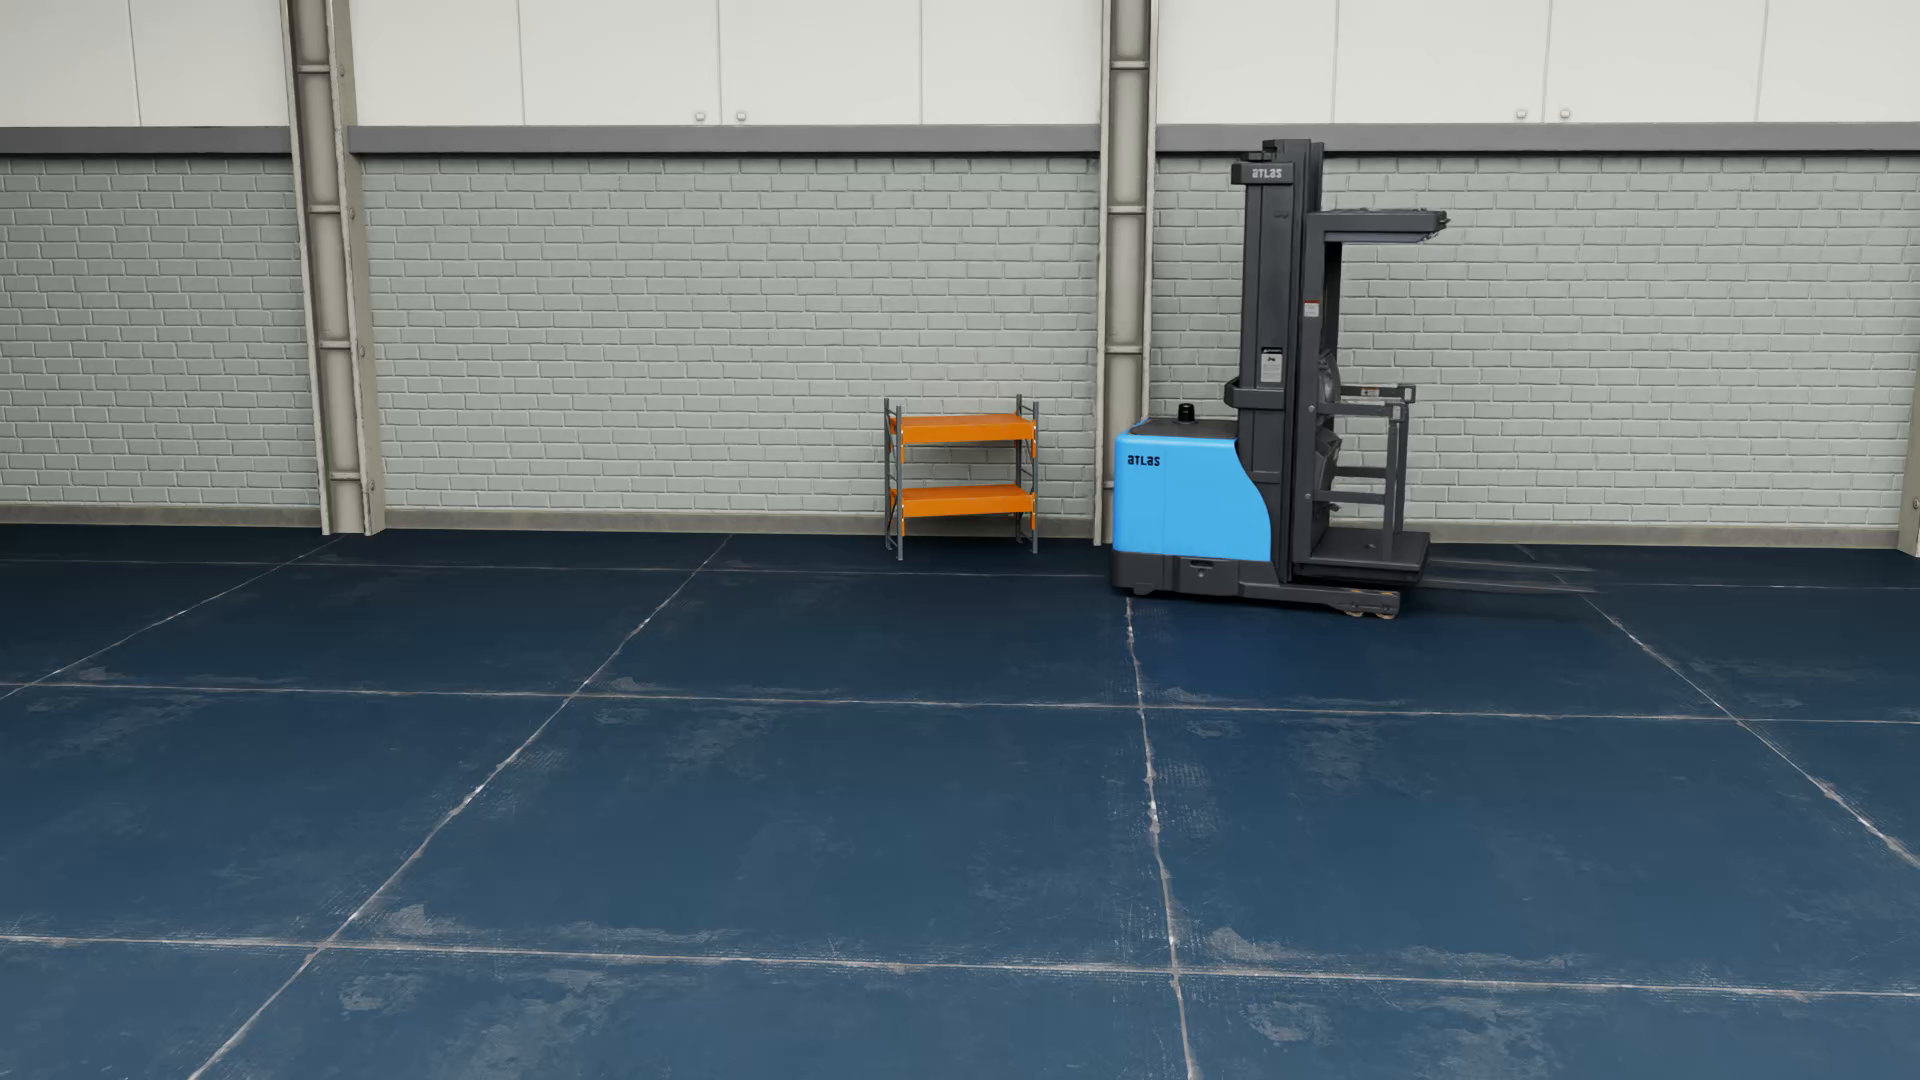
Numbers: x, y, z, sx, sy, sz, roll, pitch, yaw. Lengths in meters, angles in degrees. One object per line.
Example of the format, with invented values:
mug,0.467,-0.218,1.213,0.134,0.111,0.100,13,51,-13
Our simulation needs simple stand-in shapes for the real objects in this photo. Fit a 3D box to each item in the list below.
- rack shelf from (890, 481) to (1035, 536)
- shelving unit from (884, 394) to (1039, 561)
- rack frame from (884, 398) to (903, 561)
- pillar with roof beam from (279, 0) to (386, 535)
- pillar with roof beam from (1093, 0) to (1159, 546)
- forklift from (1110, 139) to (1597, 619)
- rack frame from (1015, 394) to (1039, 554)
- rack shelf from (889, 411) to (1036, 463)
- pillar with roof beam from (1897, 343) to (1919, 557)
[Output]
rack shelf,0.005,-0.237,12.349,1.000,0.278,0.538,-3,12,-13
shelving unit,0.005,-0.476,12.299,1.048,1.125,0.538,-3,12,-13
rack frame,-0.490,-0.452,12.182,0.032,1.125,0.500,-3,12,-13
pillar with roof beam,-5.056,-3.595,7.975,0.400,9.000,9.100,1,12,4
pillar with roof beam,0.931,-3.513,7.583,0.400,9.000,9.100,1,12,4
forklift,2.567,-1.063,10.689,3.031,2.935,1.130,4,12,18
rack frame,0.499,-0.501,12.415,0.032,1.125,0.500,-3,12,-13
rack shelf,0.005,-0.763,12.239,1.000,0.278,0.538,-3,12,-13
pillar with roof beam,6.918,-3.431,7.191,0.400,9.000,9.100,1,12,4
